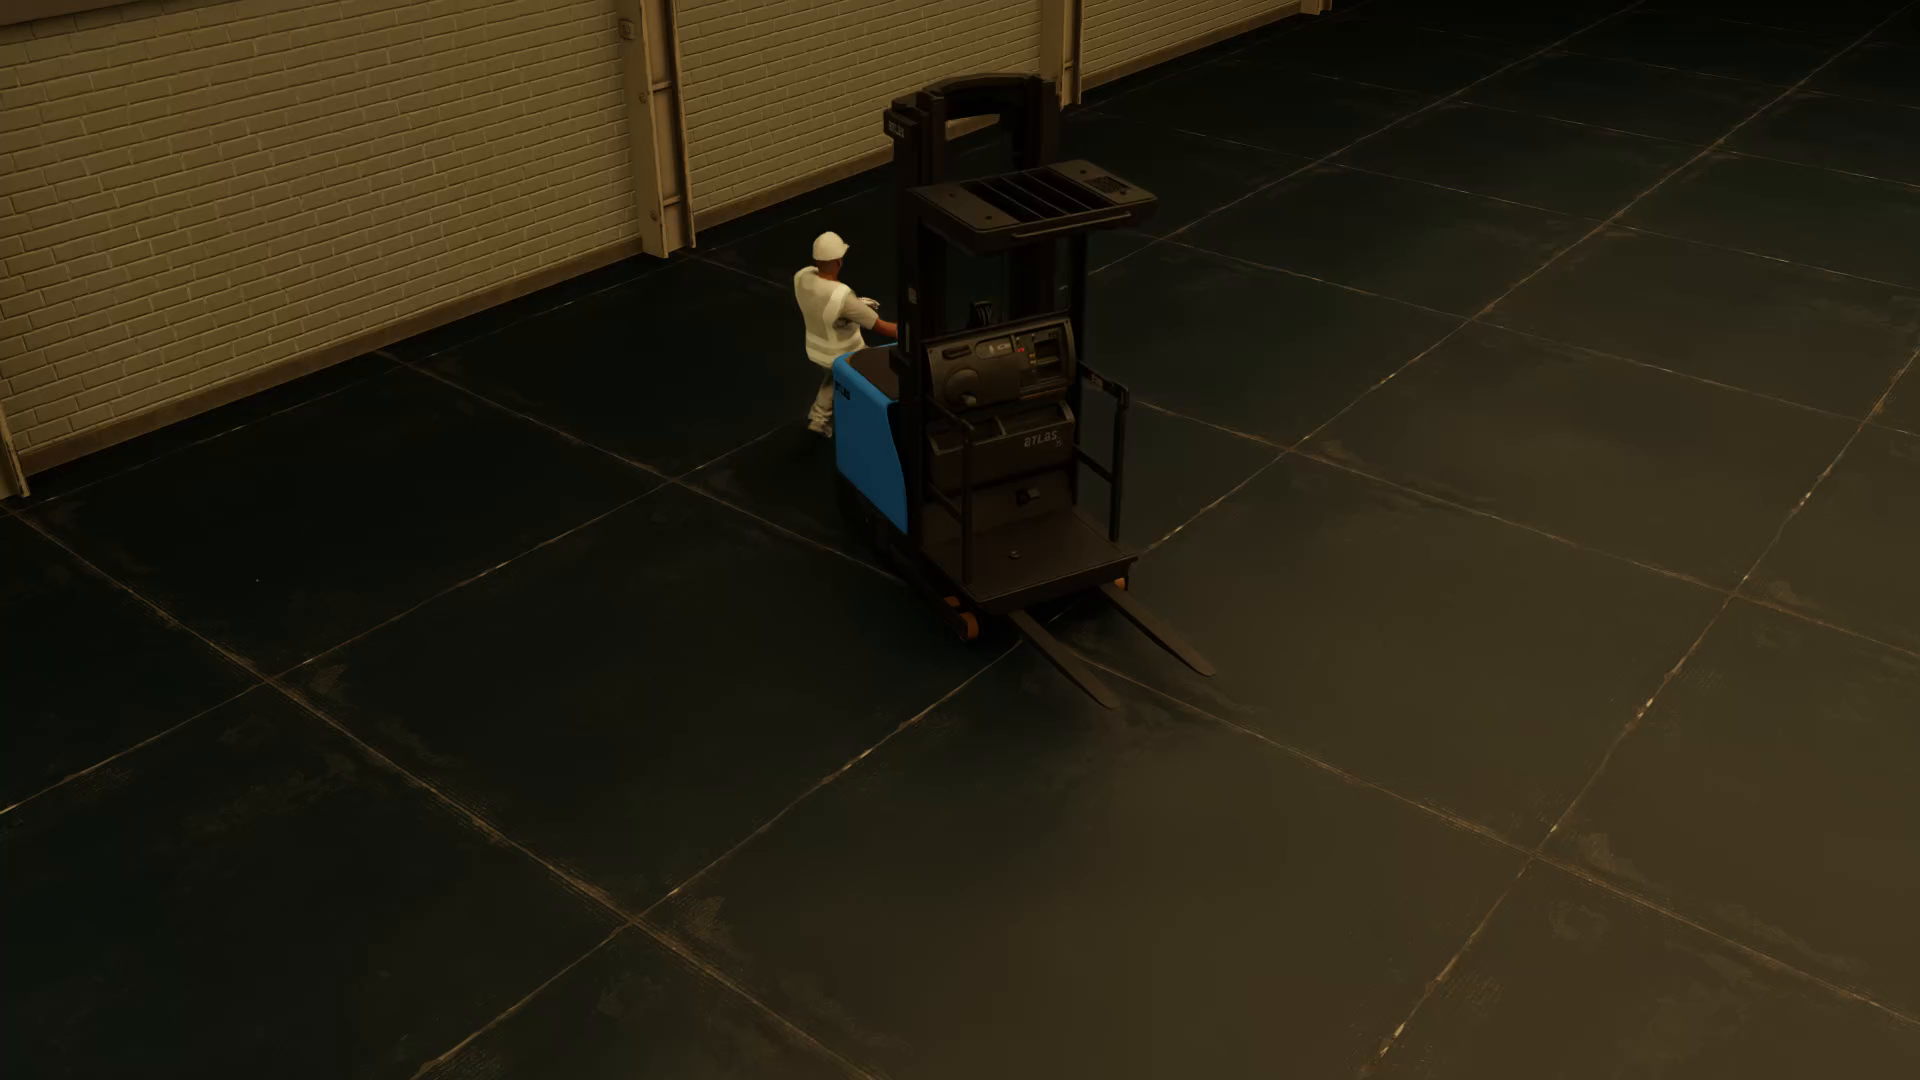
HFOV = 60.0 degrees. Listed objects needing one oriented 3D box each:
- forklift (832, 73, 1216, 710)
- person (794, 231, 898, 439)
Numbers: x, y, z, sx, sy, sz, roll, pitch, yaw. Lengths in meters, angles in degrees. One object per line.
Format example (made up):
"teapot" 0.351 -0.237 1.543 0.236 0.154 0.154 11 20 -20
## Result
"forklift" 0.342 -0.951 9.223 1.130 2.935 3.031 -15 34 -25
"person" -0.673 -1.298 11.109 0.898 1.634 0.661 24 38 35
